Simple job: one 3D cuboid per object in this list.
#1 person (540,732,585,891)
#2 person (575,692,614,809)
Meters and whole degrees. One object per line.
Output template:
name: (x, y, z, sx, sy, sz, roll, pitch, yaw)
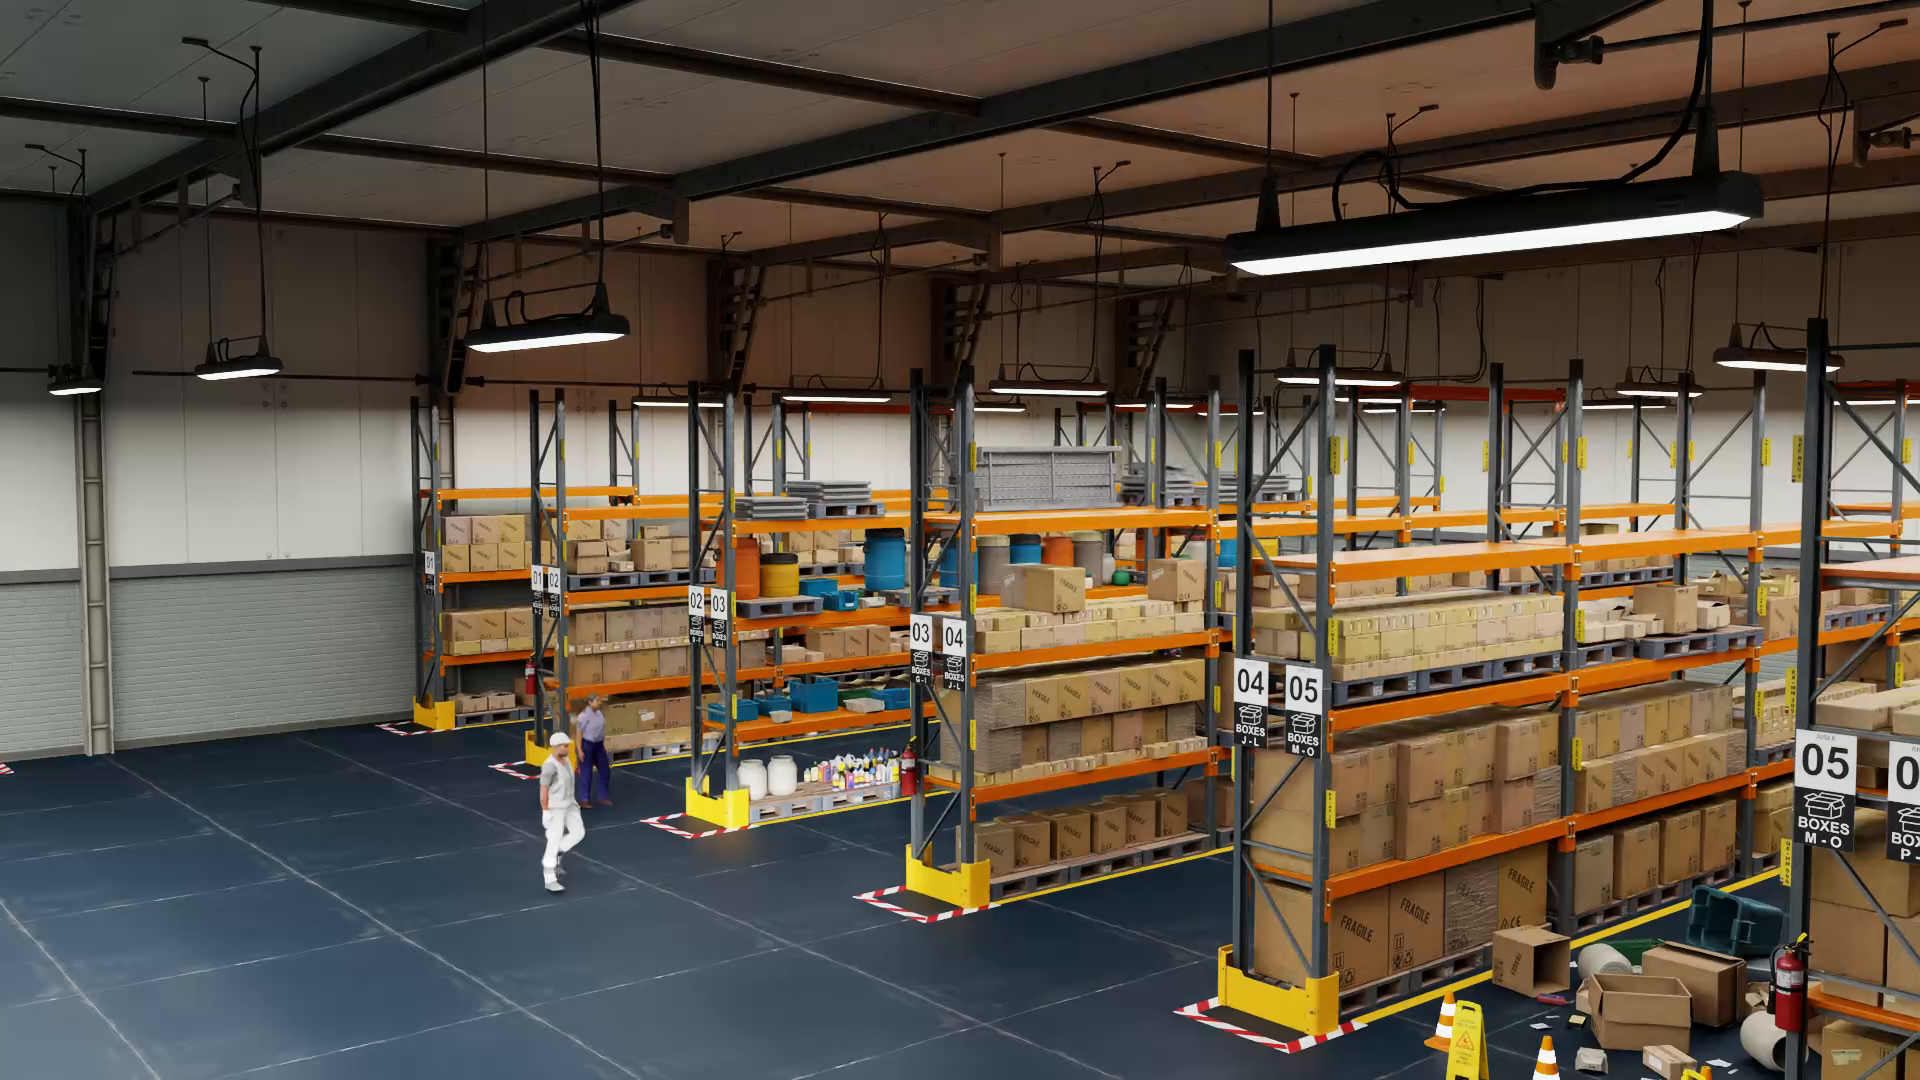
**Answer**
person: (-4.687, 3.116, 19.317, 0.468, 1.791, 0.632, 1, 3, 14)
person: (-5.202, 2.982, 23.519, 0.424, 1.672, 0.556, 2, 4, 29)
